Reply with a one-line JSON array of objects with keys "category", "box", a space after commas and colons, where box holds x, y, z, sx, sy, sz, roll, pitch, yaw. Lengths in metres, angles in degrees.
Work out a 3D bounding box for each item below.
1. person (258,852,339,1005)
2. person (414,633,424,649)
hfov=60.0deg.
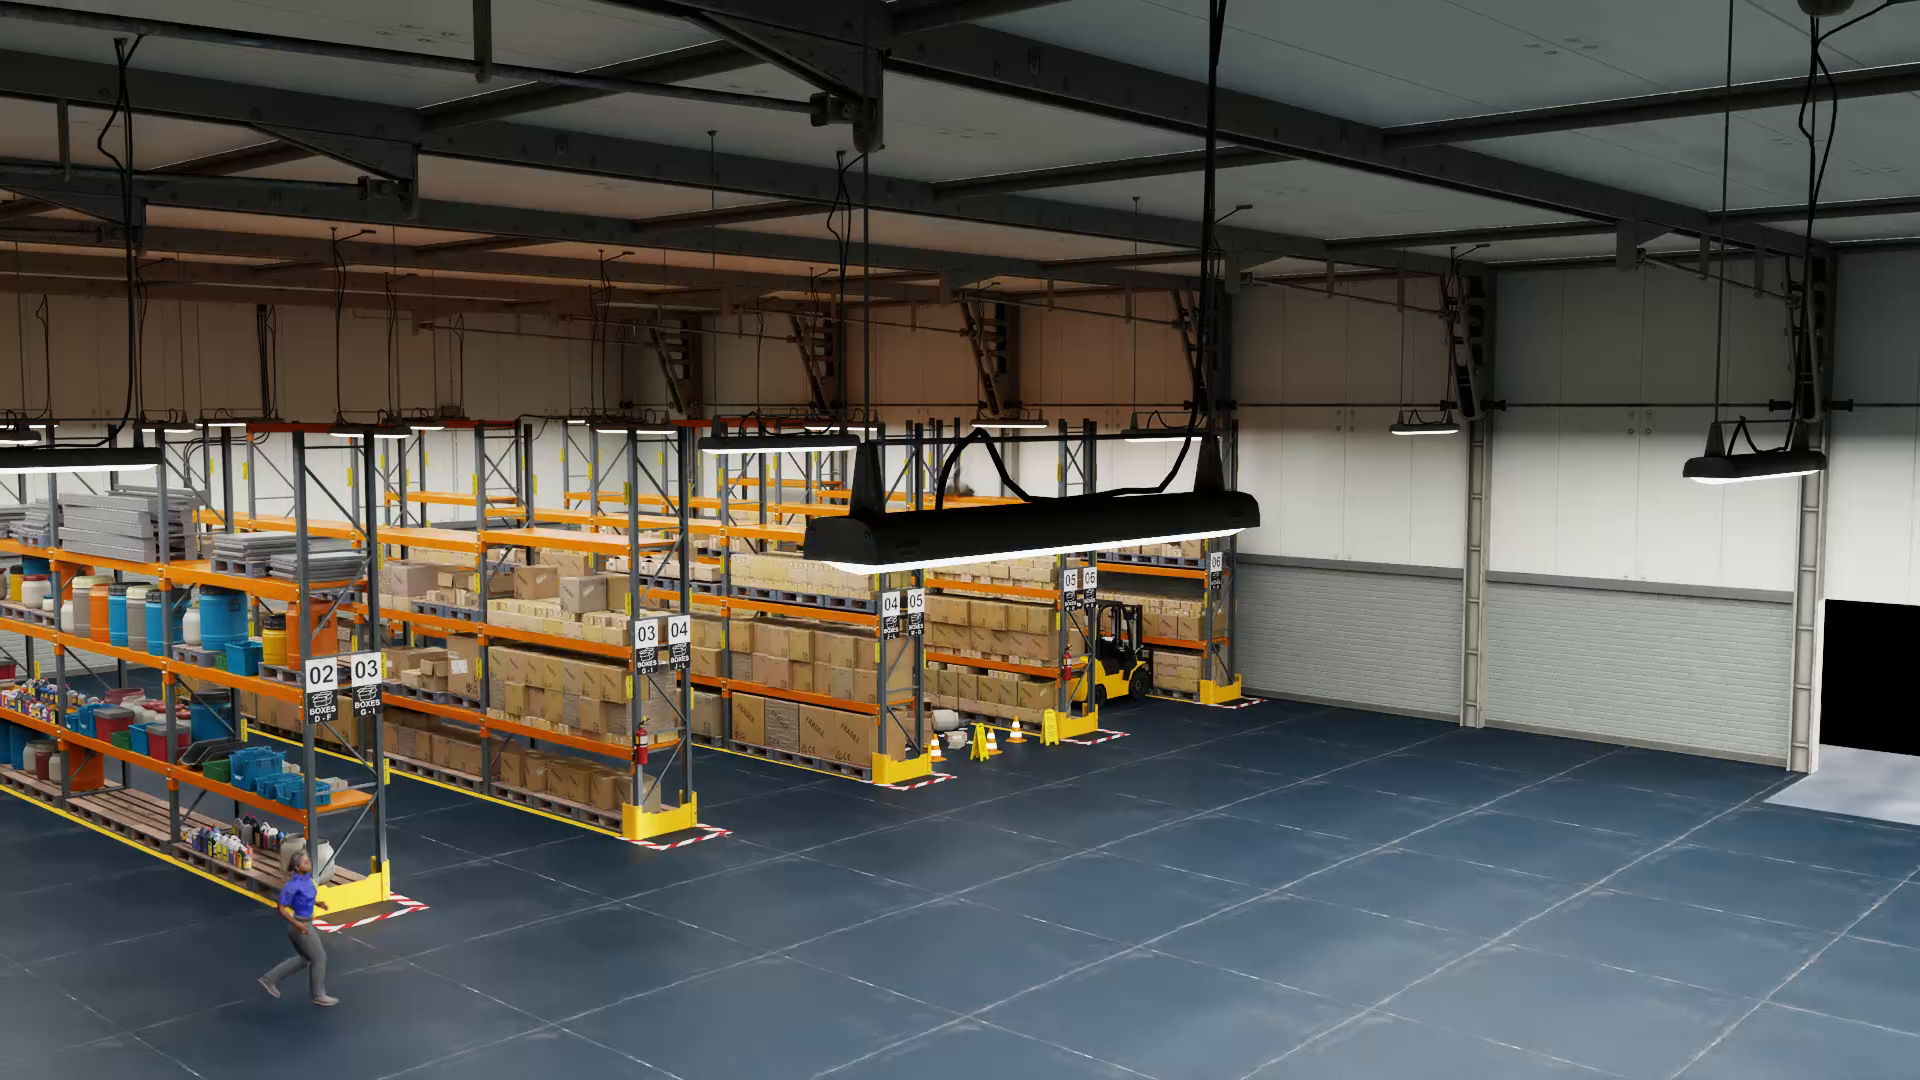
[{"category": "person", "box": [-6.968, 4.093, 17.472, 0.792, 1.658, 0.574, -1, 5, -14]}, {"category": "person", "box": [-13.176, 2.197, 40.323, 0.506, 1.689, 0.756, -1, 5, -7]}]
